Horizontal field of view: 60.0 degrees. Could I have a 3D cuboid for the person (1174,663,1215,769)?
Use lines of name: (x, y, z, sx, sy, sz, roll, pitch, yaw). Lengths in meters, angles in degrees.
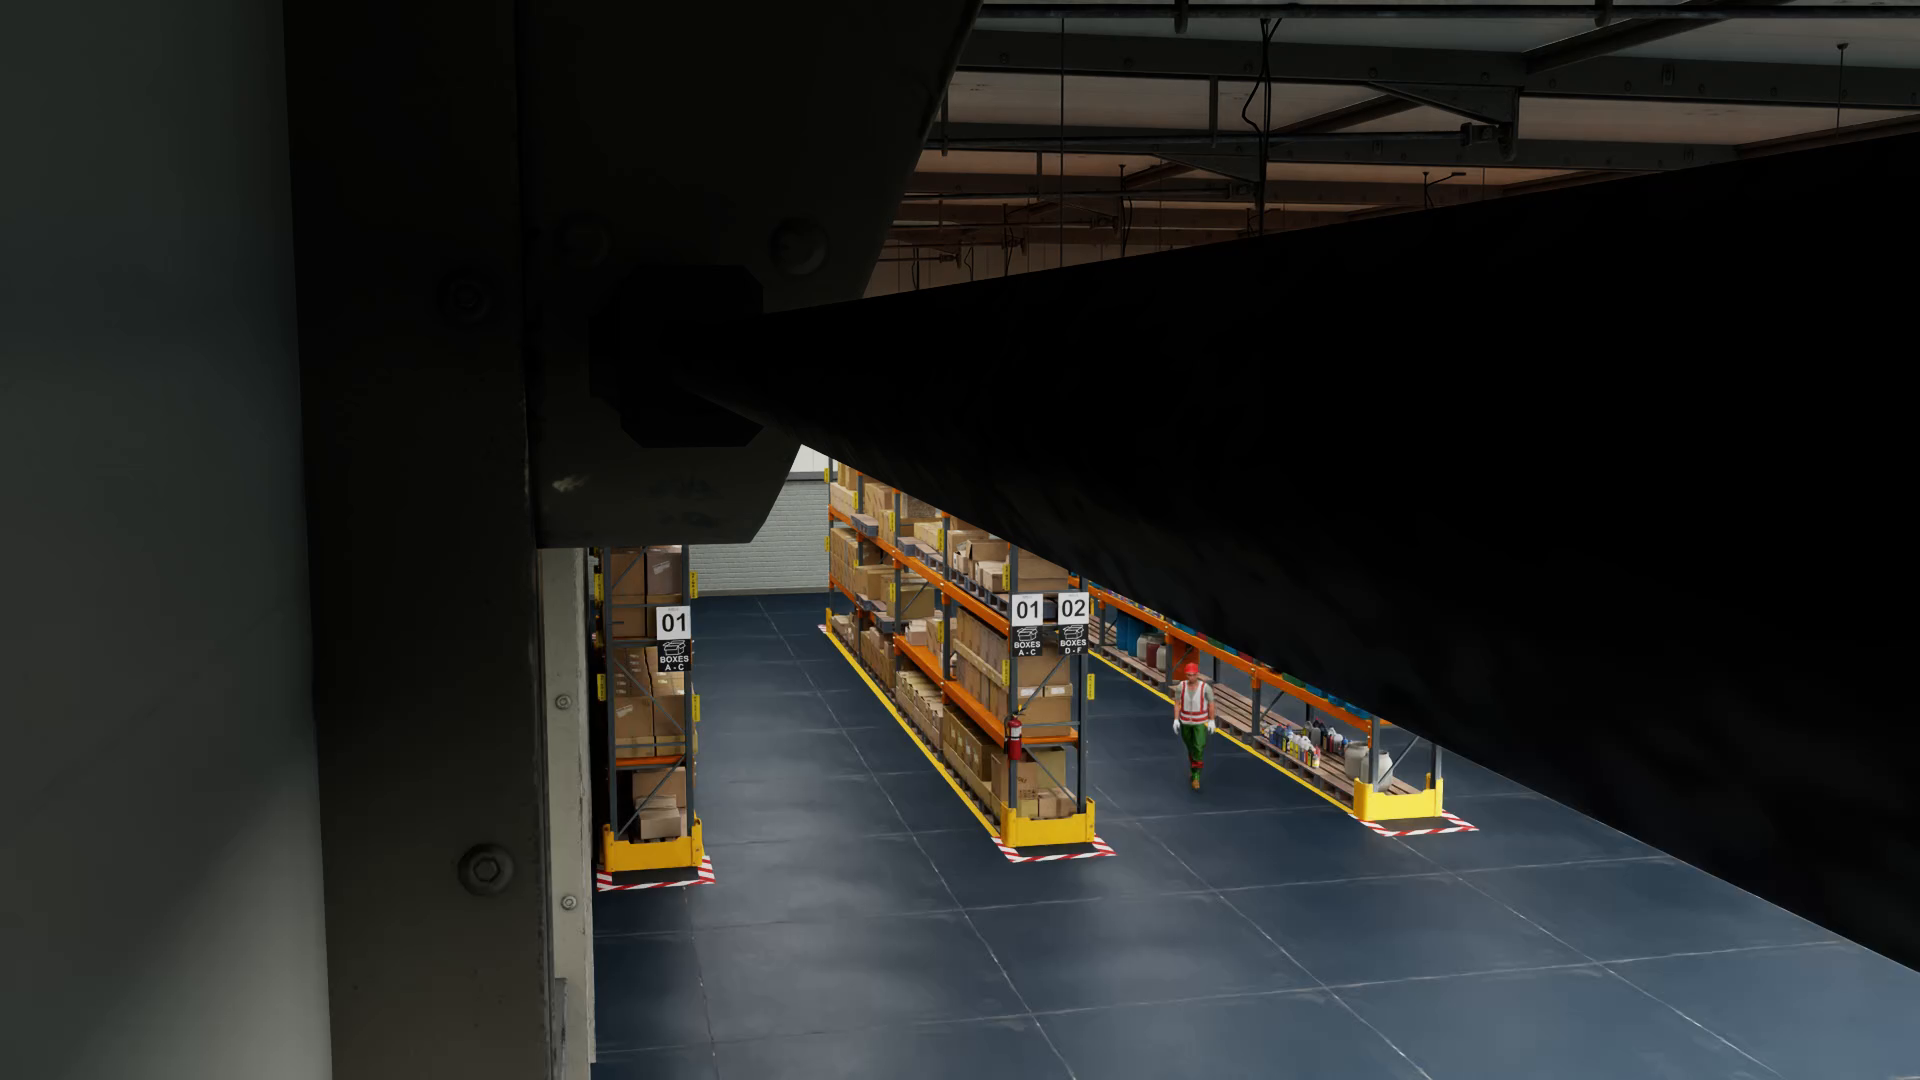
person: (-0.915, 2.313, 25.360, 9.601, 1.502, 1.521, 3, 7, 25)
